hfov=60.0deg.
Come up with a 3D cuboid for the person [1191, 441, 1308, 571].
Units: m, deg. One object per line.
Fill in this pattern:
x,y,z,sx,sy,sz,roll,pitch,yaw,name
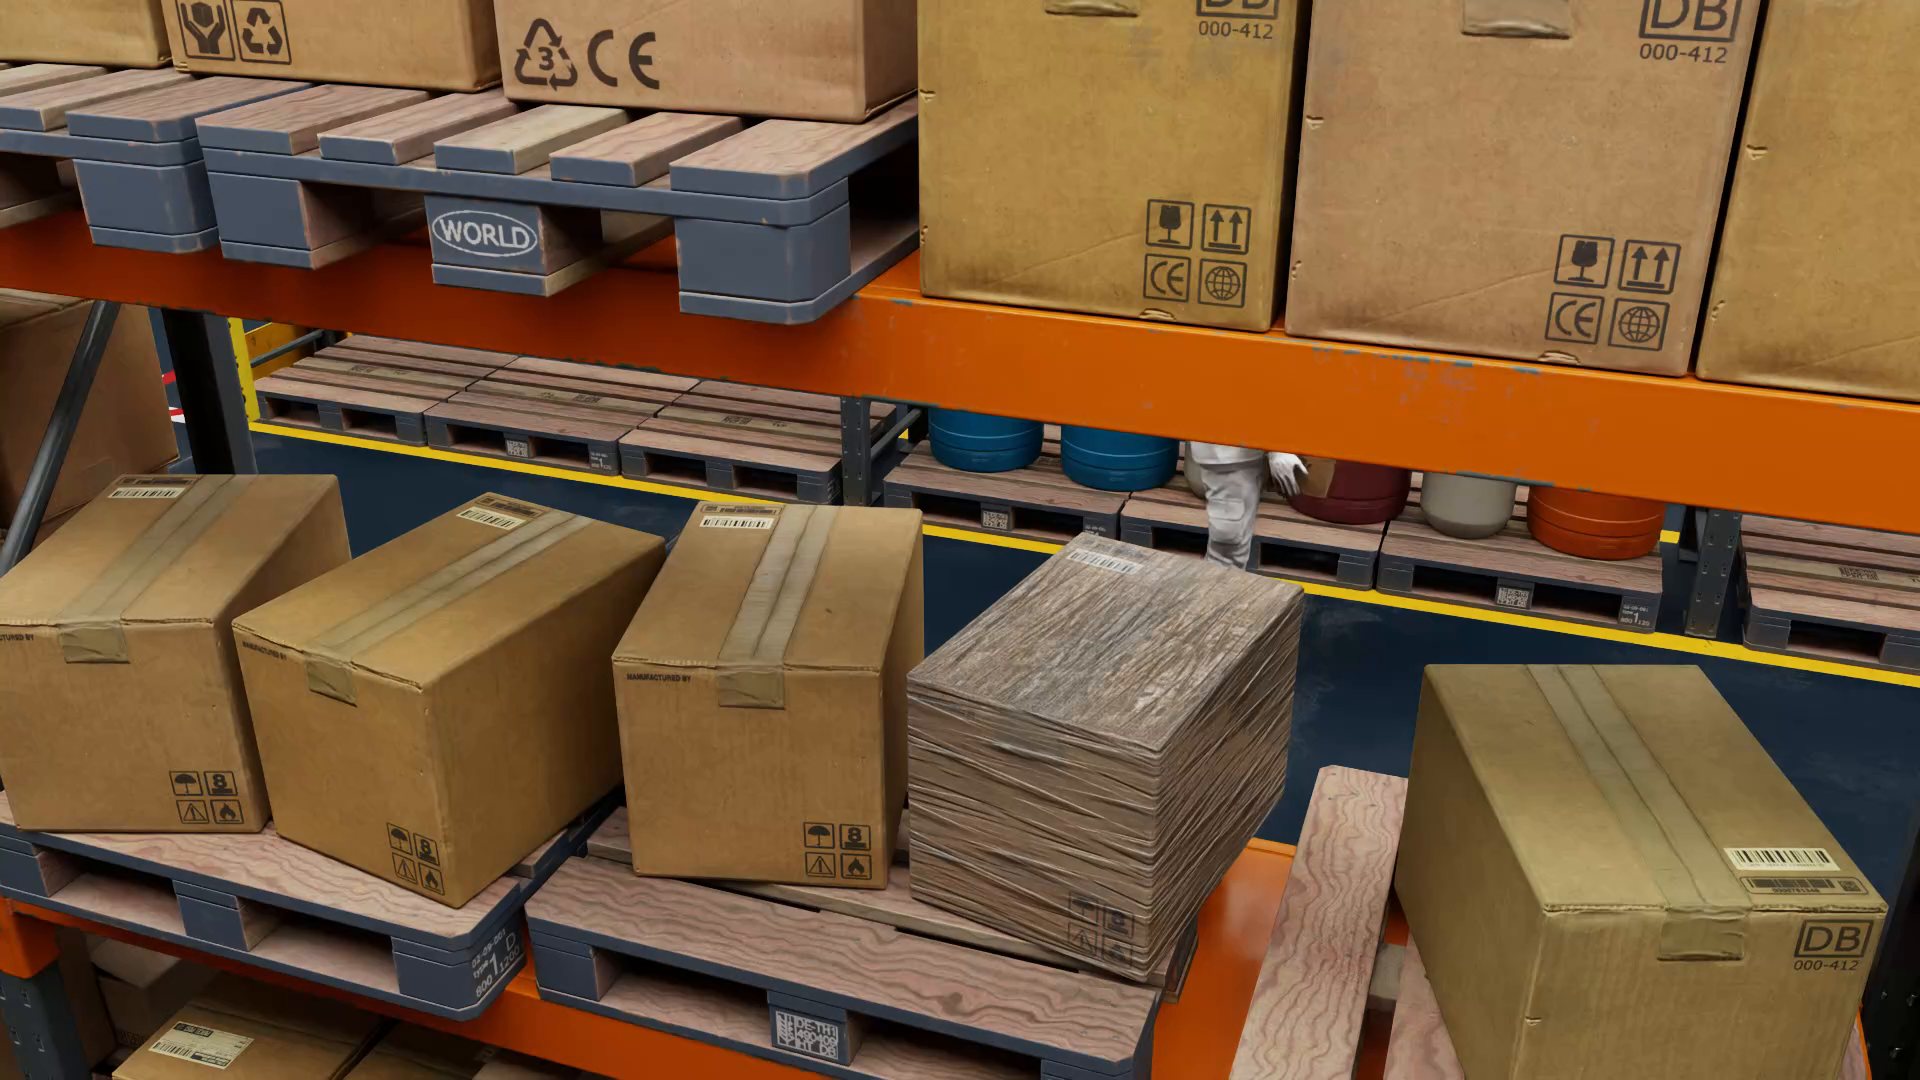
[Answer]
1.175,-0.329,6.767,0.525,1.793,0.535,9,27,17,person
